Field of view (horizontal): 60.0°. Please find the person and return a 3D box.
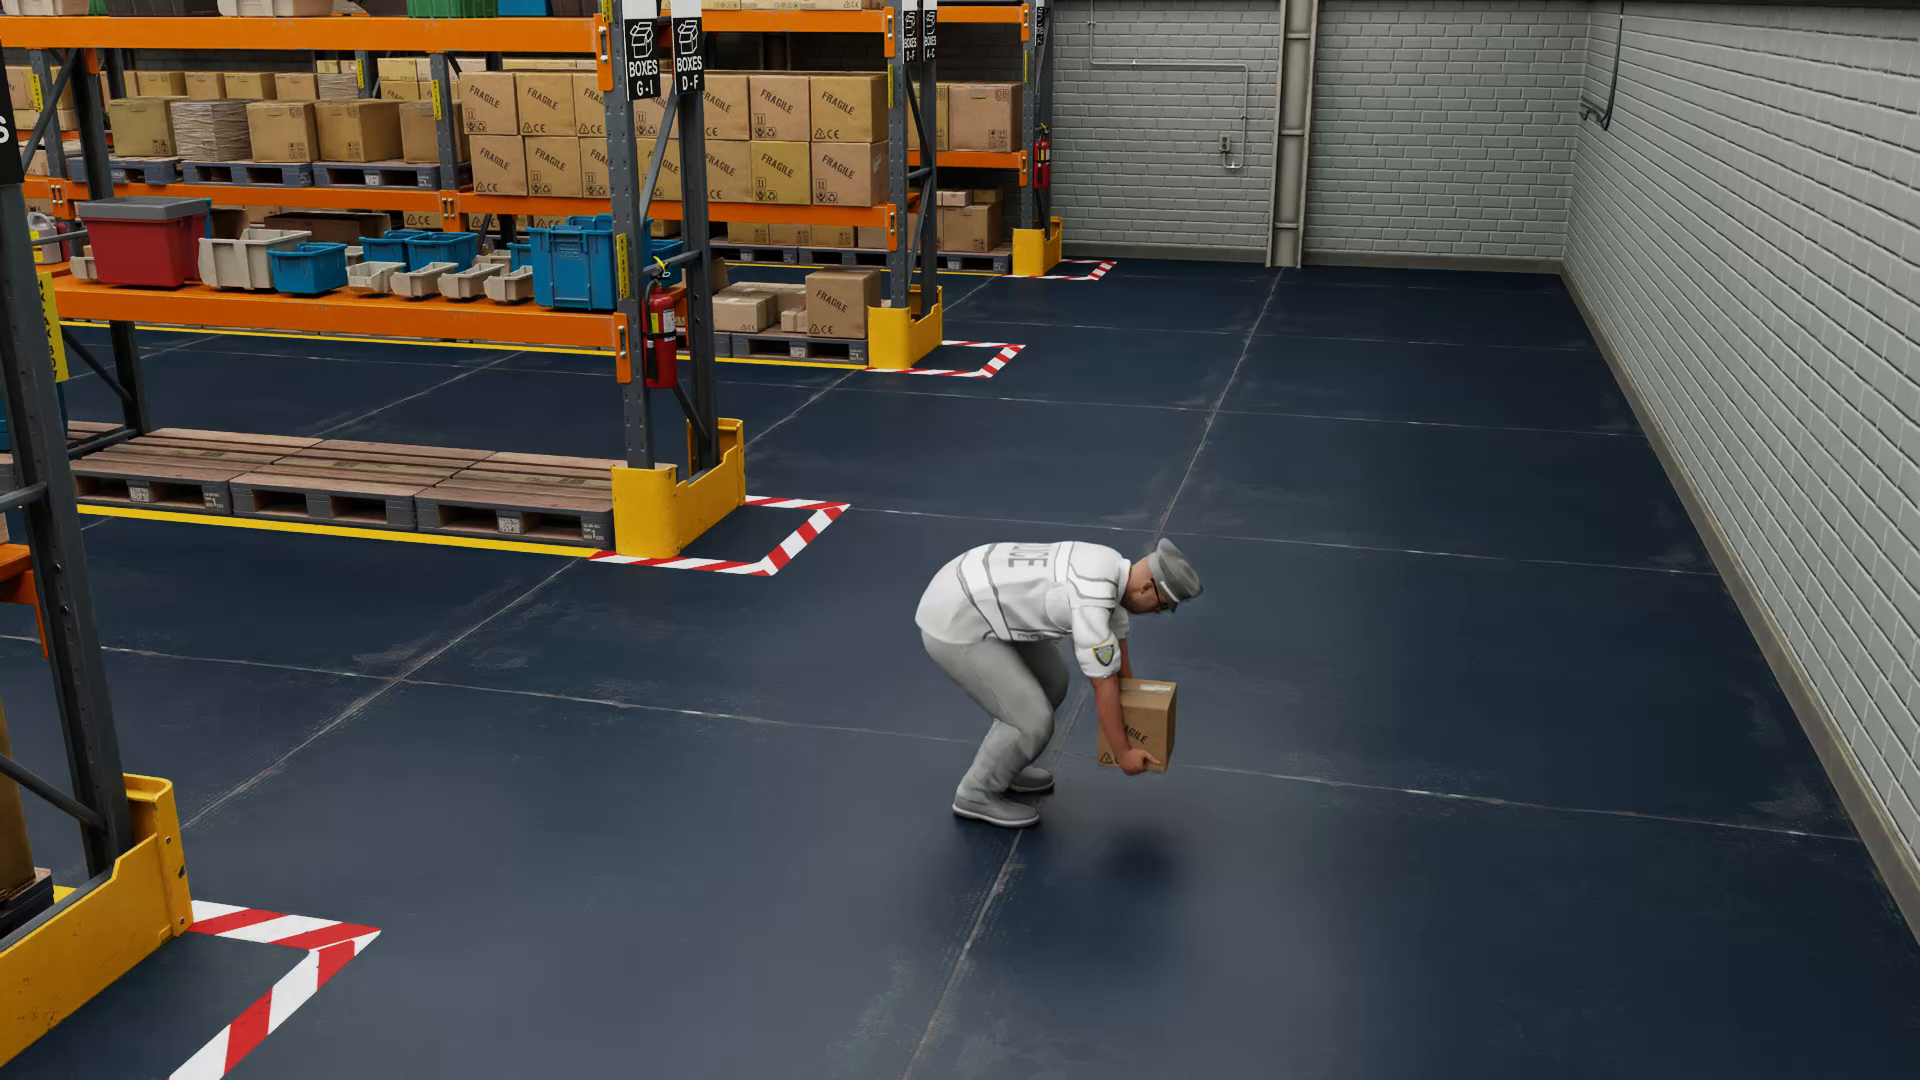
[{"bbox_3d":[0.358,0.498,6.115,1.034,1.077,0.536,4,18,11],"label":"person"}]
